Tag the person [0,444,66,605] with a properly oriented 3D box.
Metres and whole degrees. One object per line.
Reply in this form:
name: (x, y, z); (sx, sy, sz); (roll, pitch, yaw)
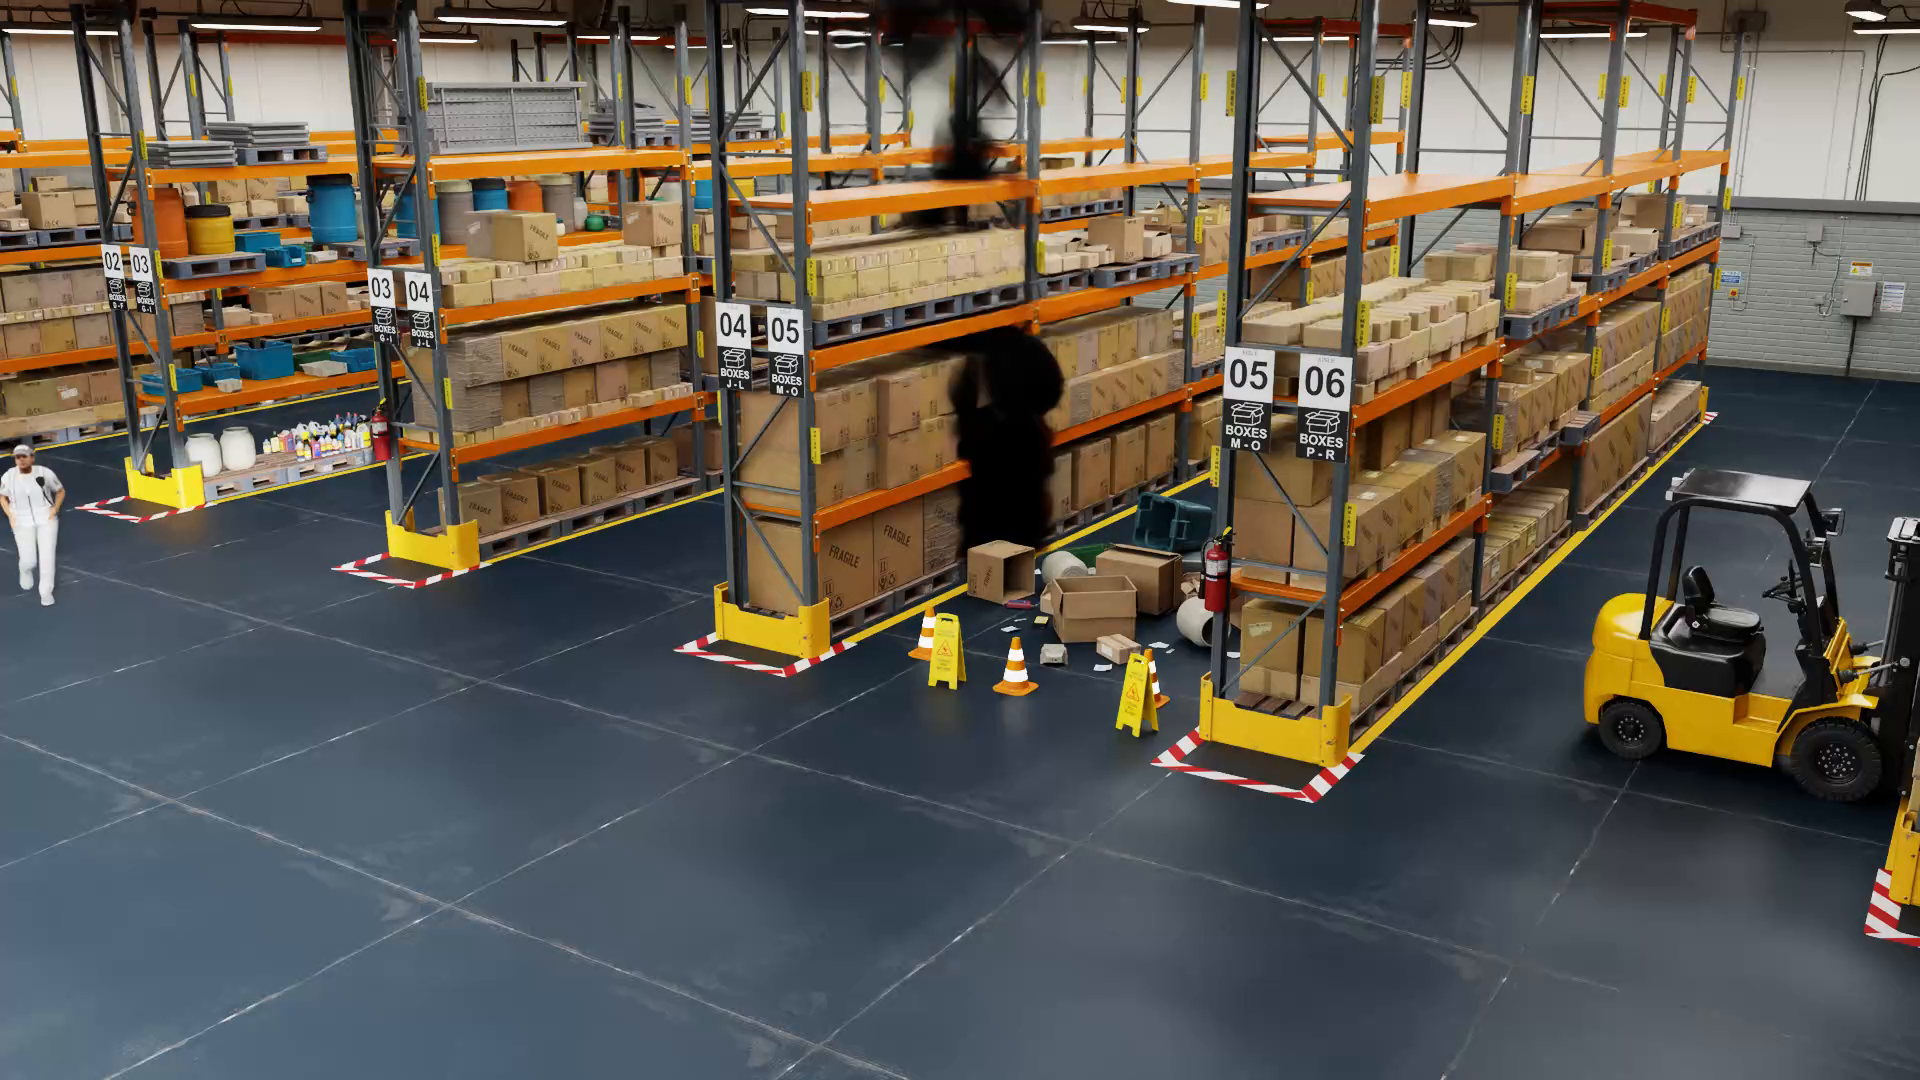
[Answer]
person: (-9.363, -0.176, 16.860); (0.600, 1.641, 0.597); (-8, 17, -27)
